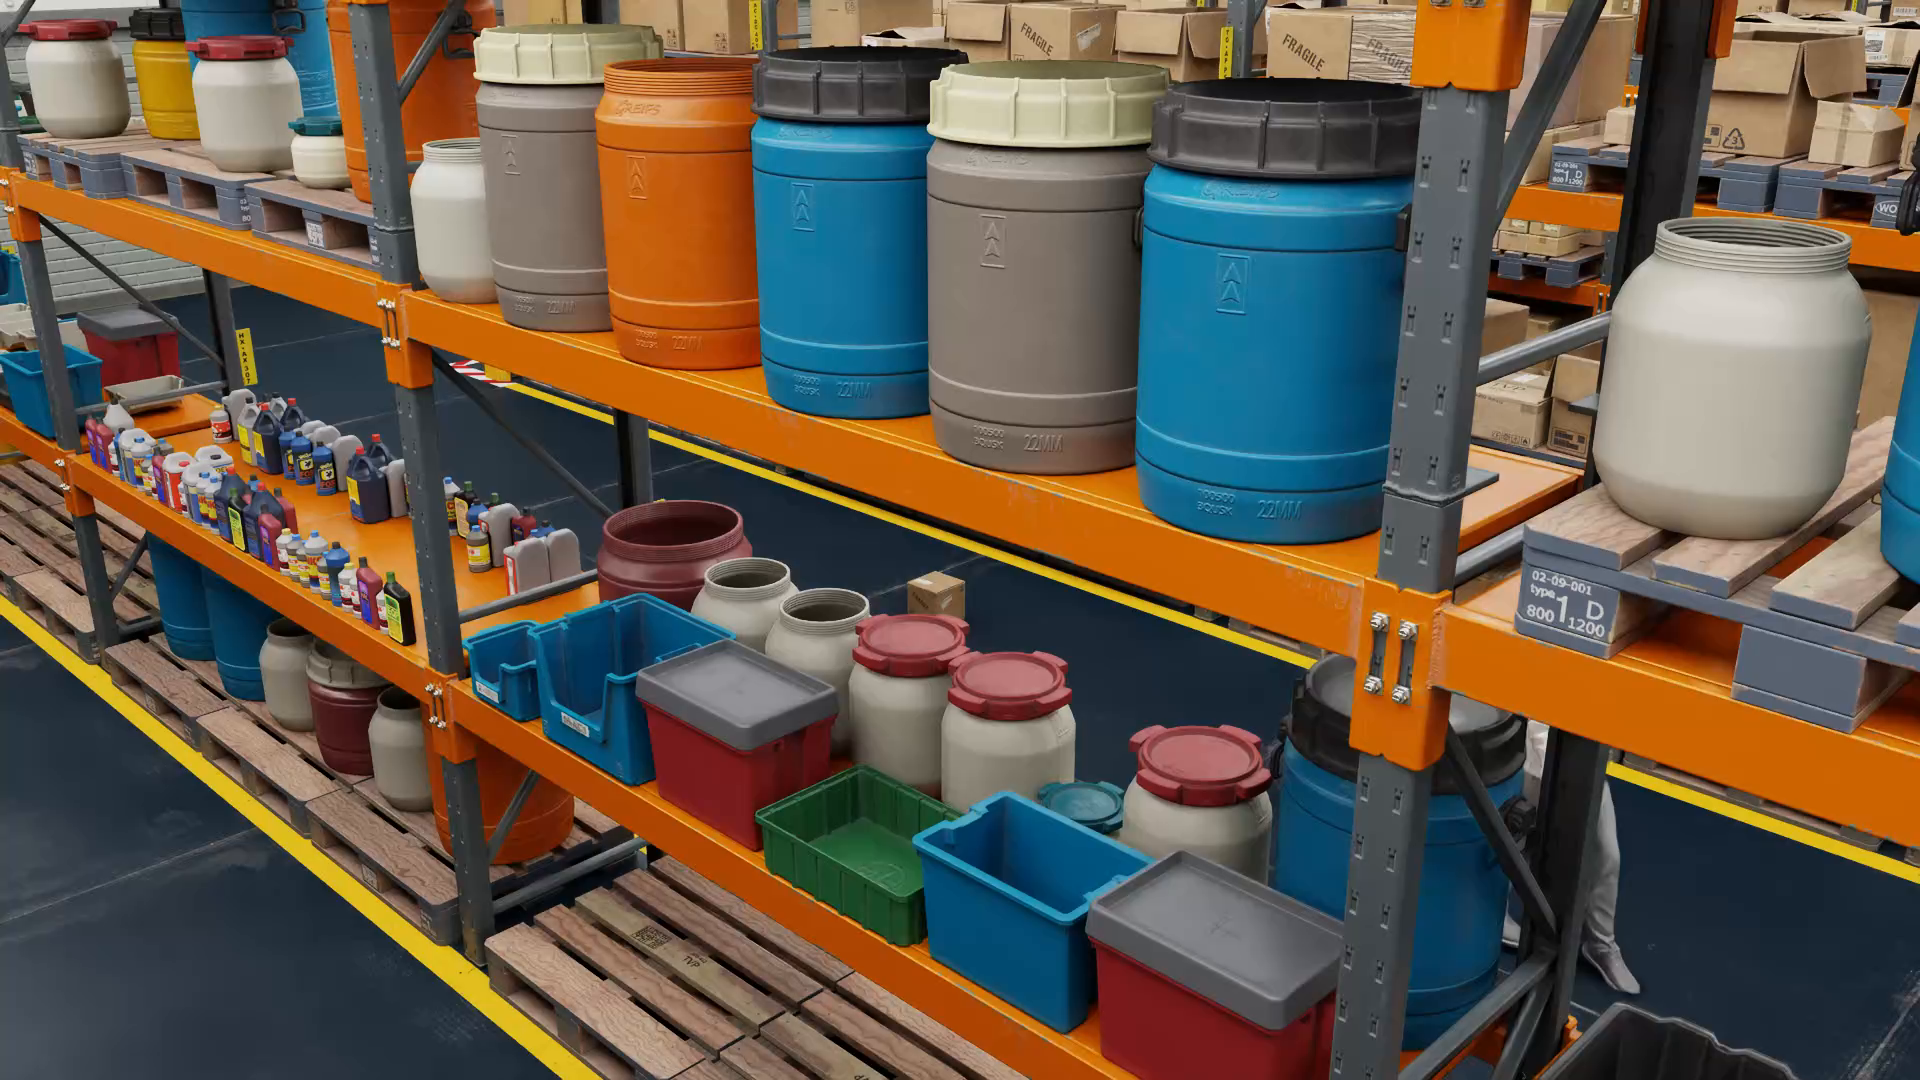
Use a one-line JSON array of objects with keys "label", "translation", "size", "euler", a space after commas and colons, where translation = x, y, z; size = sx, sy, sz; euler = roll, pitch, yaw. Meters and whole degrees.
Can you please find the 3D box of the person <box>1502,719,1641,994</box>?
[{"label": "person", "translation": [2.404, 0.961, 6.543], "size": [0.484, 1.743, 0.690], "euler": [-13, 24, -30]}]
